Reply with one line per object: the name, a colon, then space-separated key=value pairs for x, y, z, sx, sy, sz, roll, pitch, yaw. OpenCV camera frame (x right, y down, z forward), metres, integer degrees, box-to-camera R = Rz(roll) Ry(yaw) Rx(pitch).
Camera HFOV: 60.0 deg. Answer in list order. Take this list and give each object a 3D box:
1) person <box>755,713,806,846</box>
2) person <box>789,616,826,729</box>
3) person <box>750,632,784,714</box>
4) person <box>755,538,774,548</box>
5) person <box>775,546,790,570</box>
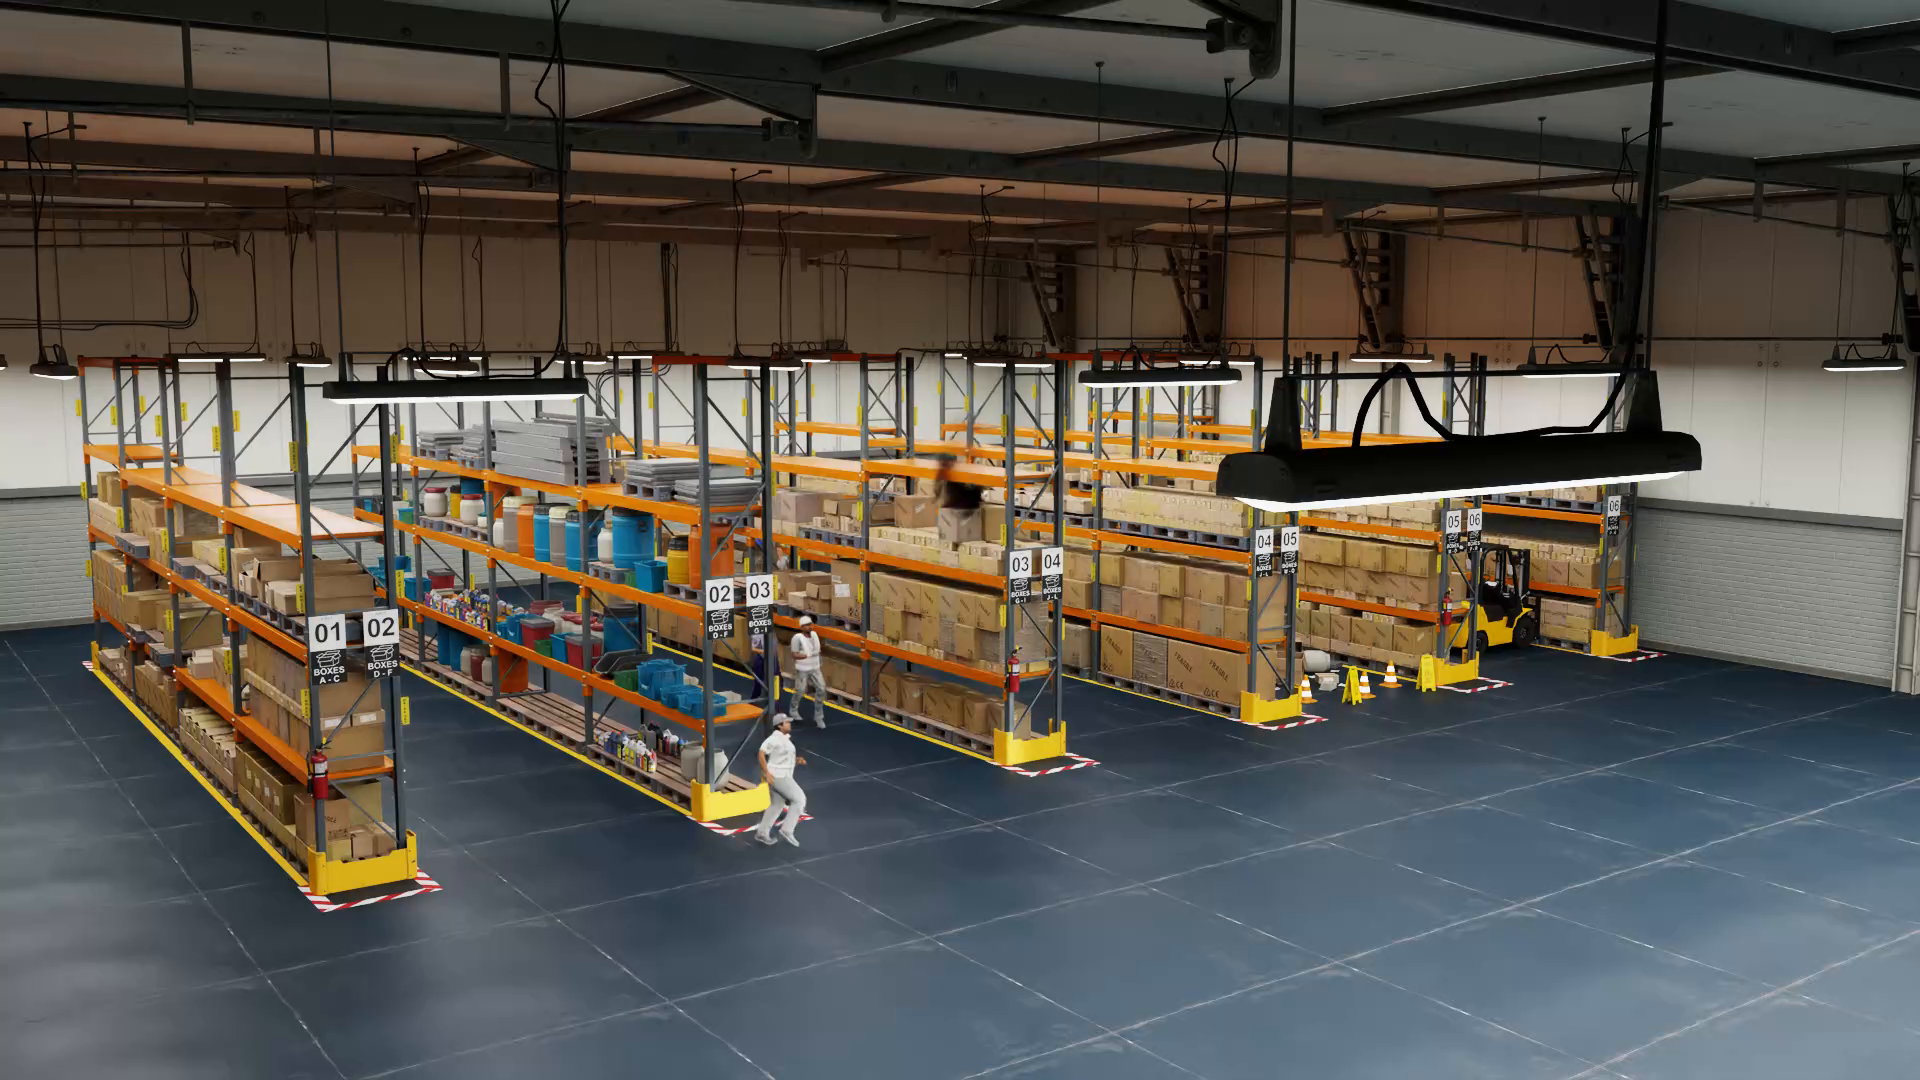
person: x=-2.252 y=2.988 z=20.869 sx=0.652 sy=1.629 sz=0.591 roll=0 pitch=7 yaw=-1
person: x=-2.491 y=2.153 z=27.186 sx=0.662 sy=1.845 sz=0.790 roll=-6 pitch=9 yaw=-39
person: x=-3.287 y=2.126 z=28.025 sx=0.597 sy=1.705 sz=0.782 roll=-5 pitch=9 yaw=-37
person: x=-4.974 y=0.508 z=41.476 sx=0.718 sy=1.689 sz=0.657 roll=-6 pitch=9 yaw=-41
person: x=-4.061 y=0.939 z=37.699 sx=0.581 sy=1.621 sz=0.785 roll=-3 pitch=8 yaw=-27
